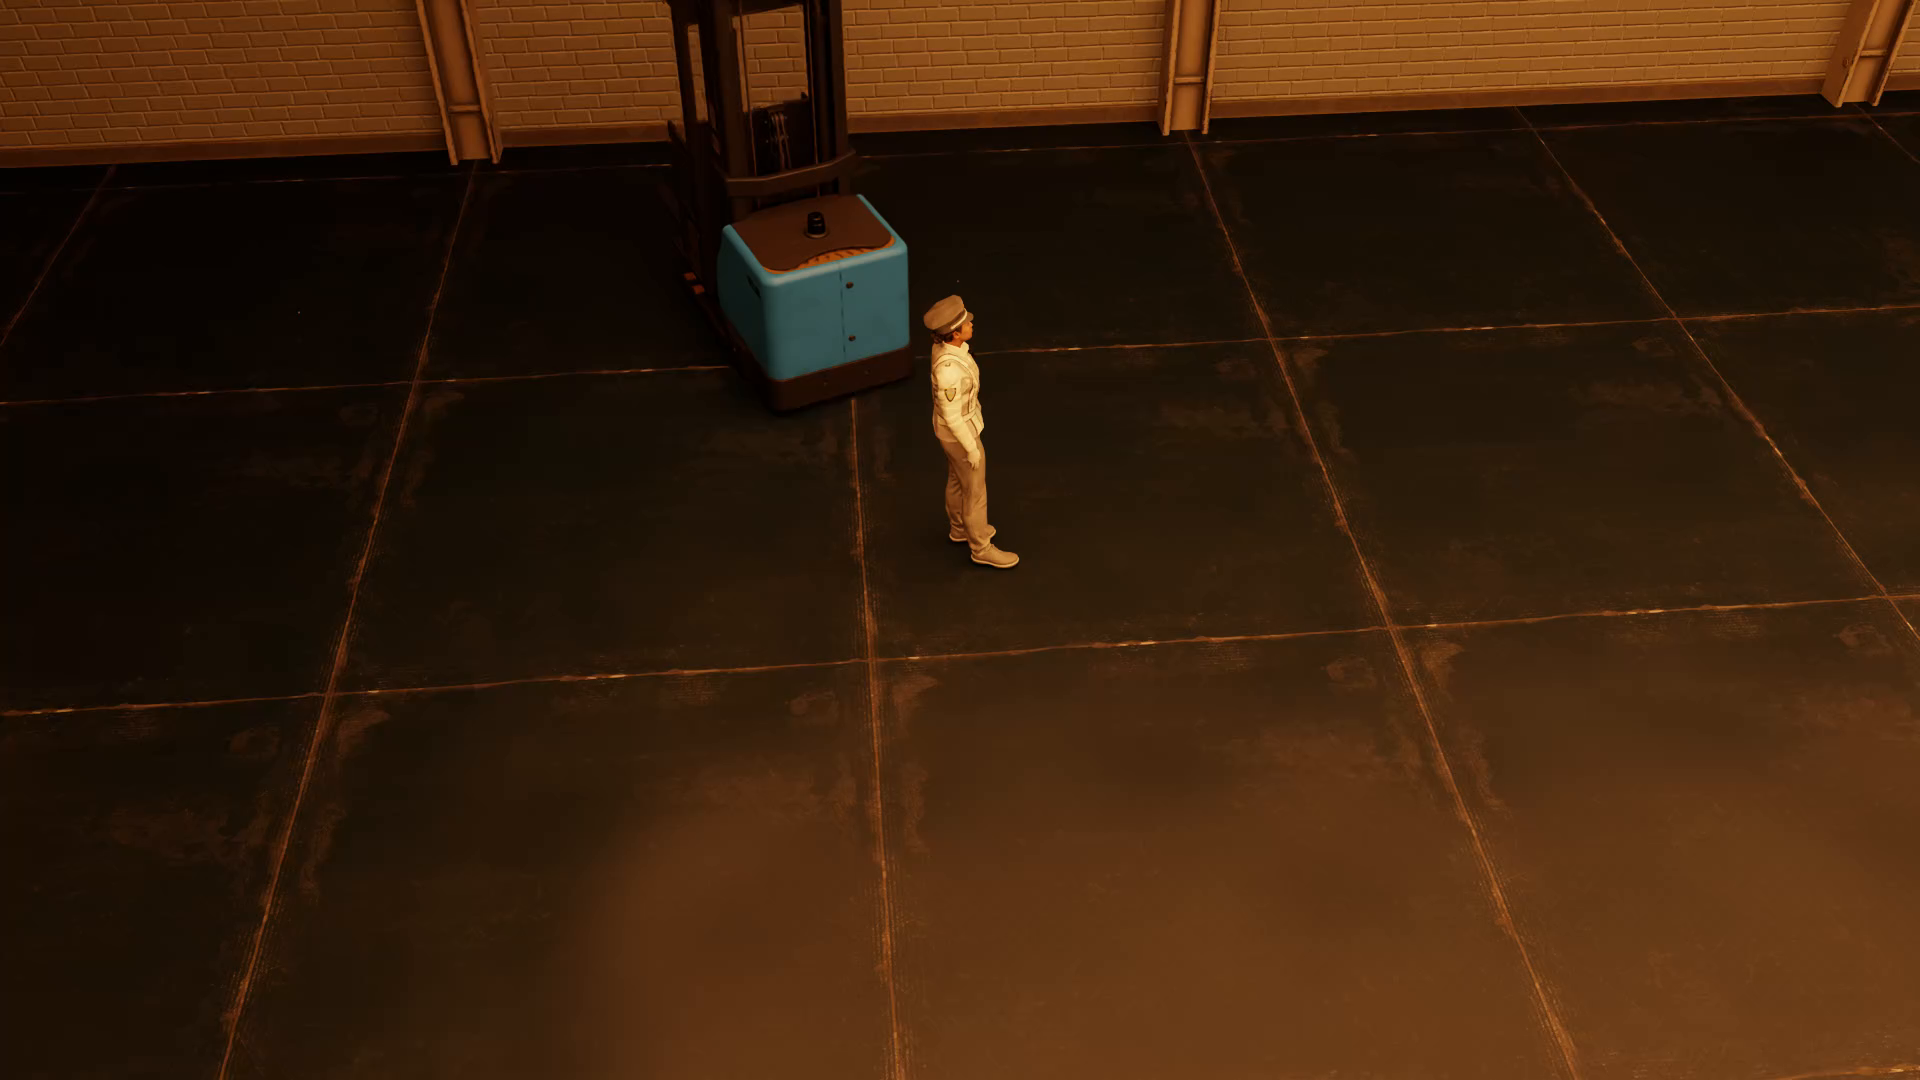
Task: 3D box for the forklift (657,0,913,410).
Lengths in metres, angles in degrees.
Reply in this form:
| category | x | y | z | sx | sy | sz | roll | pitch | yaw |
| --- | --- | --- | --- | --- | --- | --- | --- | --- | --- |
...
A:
| category | x | y | z | sx | sy | sz | roll | pitch | yaw |
| --- | --- | --- | --- | --- | --- | --- | --- | --- | --- |
| forklift | -1.424 | -2.933 | 11.367 | 1.130 | 2.935 | 3.031 | -18 | 44 | -19 |

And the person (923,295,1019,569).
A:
| category | x | y | z | sx | sy | sz | roll | pitch | yaw |
| --- | --- | --- | --- | --- | --- | --- | --- | --- | --- |
| person | 0.069 | -0.643 | 9.630 | 0.531 | 1.694 | 0.568 | -3 | 41 | -4 |
